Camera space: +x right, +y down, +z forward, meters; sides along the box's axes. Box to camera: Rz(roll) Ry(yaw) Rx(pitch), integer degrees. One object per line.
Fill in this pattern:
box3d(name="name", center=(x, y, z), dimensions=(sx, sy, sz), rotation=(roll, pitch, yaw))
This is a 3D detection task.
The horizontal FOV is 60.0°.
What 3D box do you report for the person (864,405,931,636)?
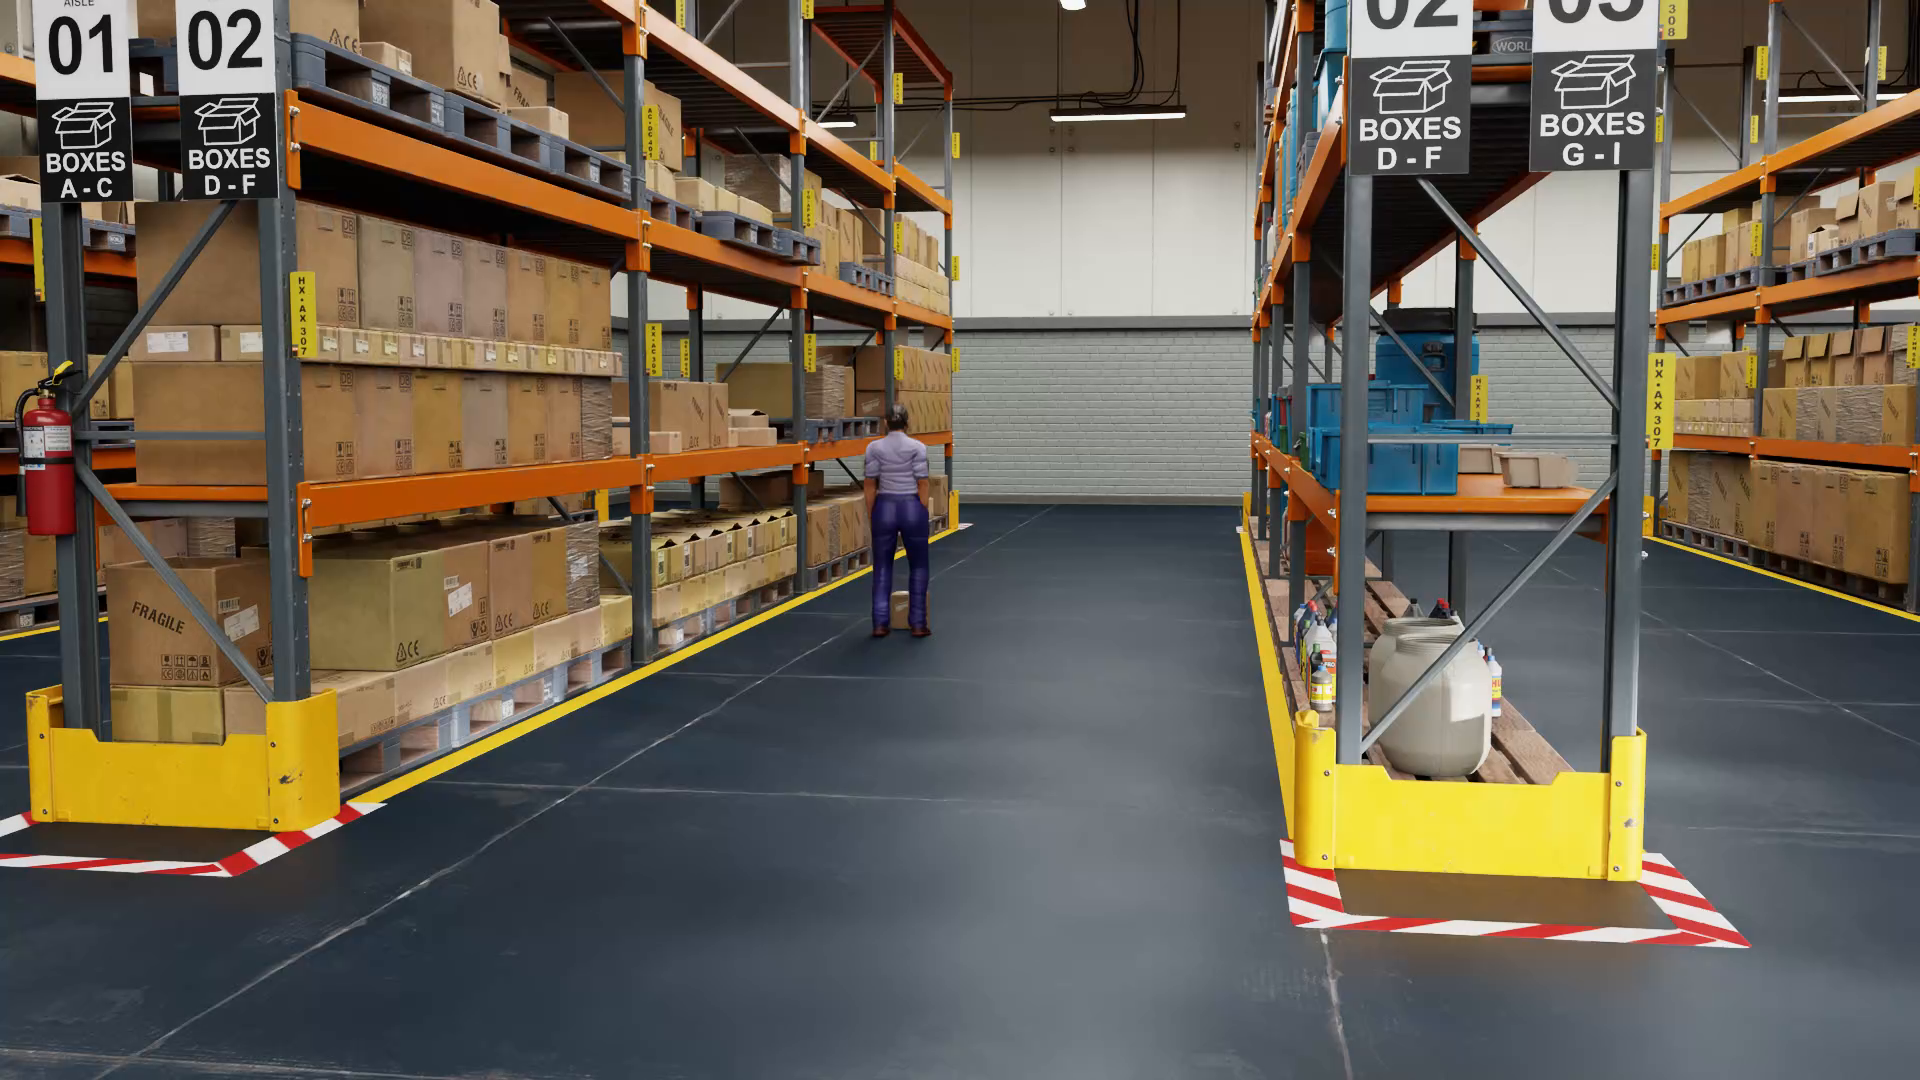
box3d(name="person", center=(-0.446, -0.133, 11.771), dimensions=(0.474, 1.642, 0.339), rotation=(1, 5, 10))
